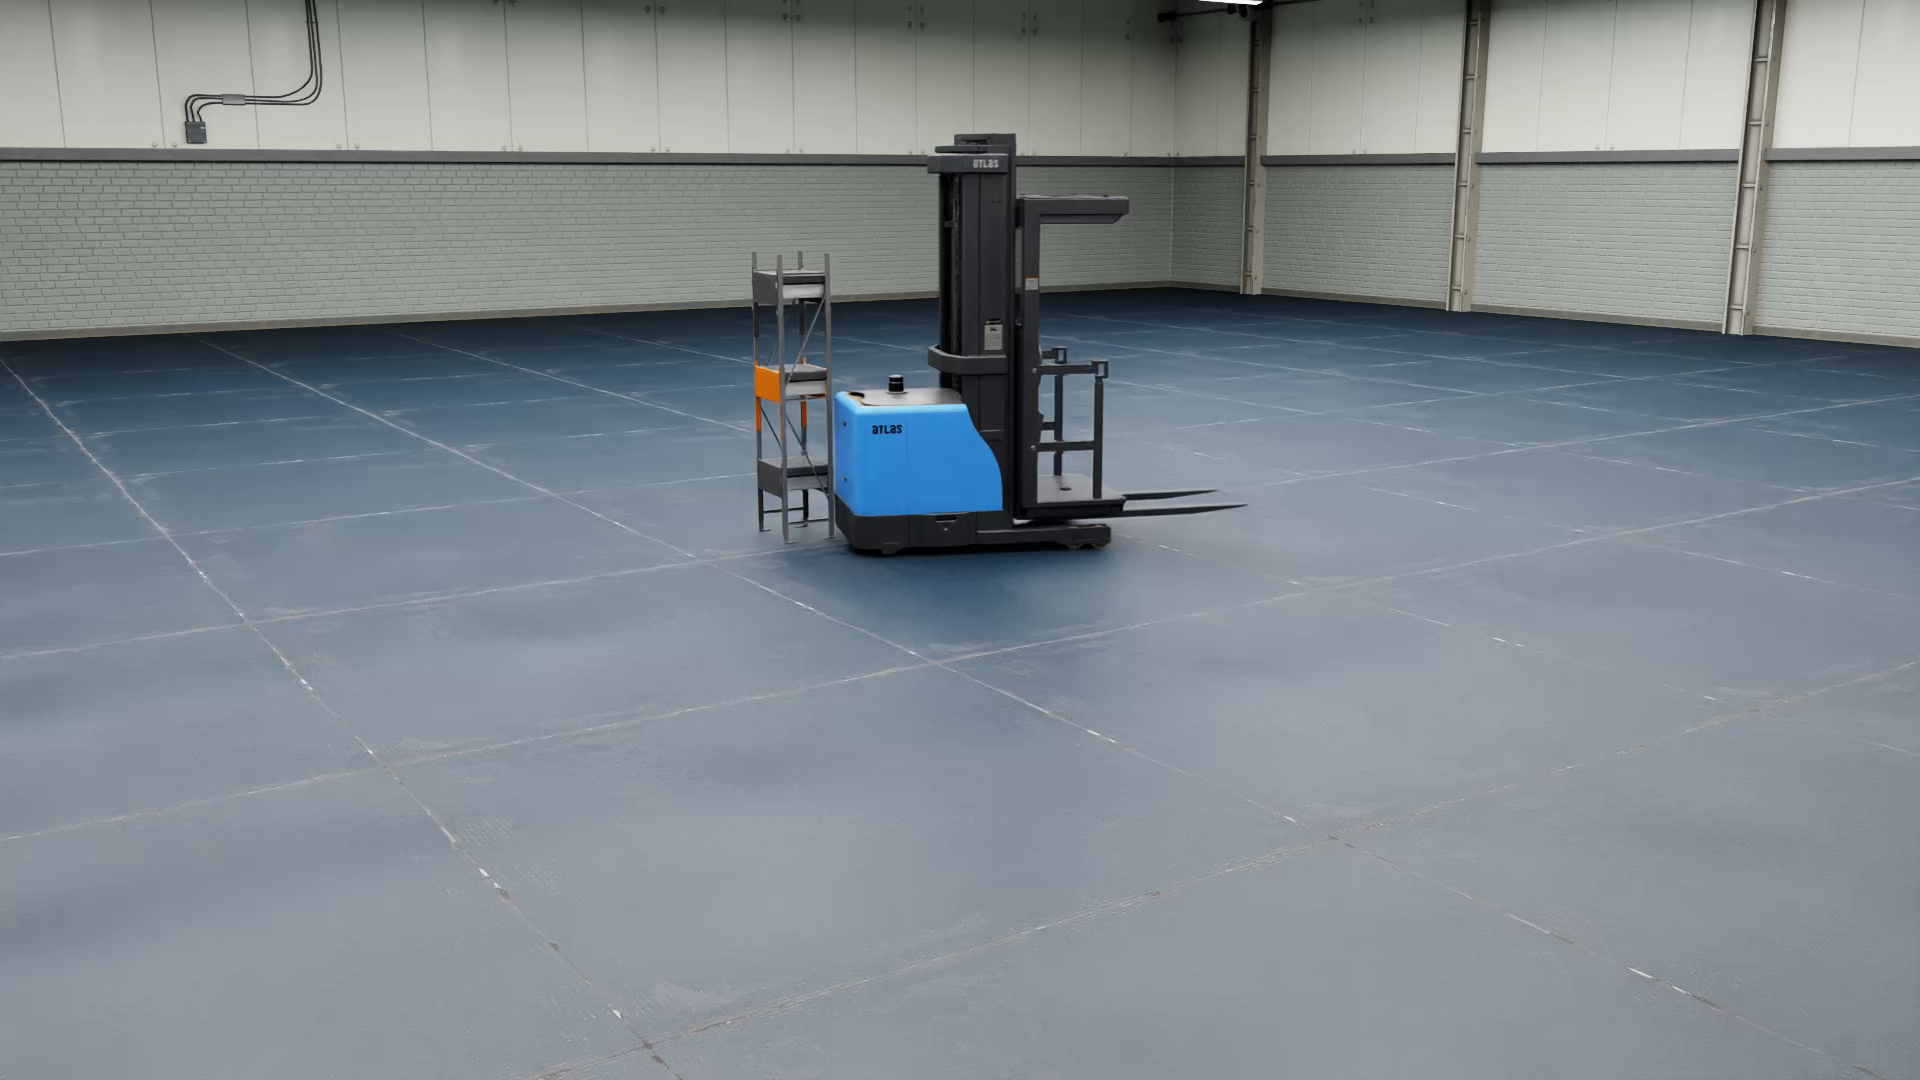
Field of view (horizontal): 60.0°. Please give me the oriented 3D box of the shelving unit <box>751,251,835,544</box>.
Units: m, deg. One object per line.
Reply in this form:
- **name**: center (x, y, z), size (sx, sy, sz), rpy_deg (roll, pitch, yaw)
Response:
- **shelving unit**: center (-1.235, -1.063, 12.310), size (0.431, 2.100, 0.503), rpy_deg (-7, 14, -28)

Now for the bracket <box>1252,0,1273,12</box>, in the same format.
- **bracket**: center (6.636, -11.714, 36.440), size (0.235, 0.232, 0.430), rpy_deg (-8, 15, -33)

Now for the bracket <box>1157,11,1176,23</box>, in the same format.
- **bracket**: center (4.863, -12.284, 39.043), size (0.235, 0.232, 0.430), rpy_deg (-8, 15, -33)

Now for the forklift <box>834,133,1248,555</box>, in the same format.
- **forklift**: center (0.622, -1.474, 12.239), size (3.031, 2.935, 1.130), rpy_deg (-3, 13, -13)

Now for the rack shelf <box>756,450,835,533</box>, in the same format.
- **rack shelf**: center (-1.235, -0.366, 12.462), size (0.431, 0.518, 0.480), rpy_deg (-7, 14, -28)

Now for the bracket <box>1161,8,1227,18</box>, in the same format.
- **bracket**: center (5.191, -12.178, 38.562), size (0.076, 0.066, 3.189), rpy_deg (-8, 15, -33)

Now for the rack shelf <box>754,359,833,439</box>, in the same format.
- **rack shelf**: center (-1.235, -1.050, 12.313), size (0.431, 0.518, 0.480), rpy_deg (-7, 14, -28)

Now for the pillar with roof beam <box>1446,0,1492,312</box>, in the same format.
- **pillar with roof beam**: center (6.442, -8.495, 30.145), size (9.100, 9.000, 0.400), rpy_deg (-8, 15, -33)

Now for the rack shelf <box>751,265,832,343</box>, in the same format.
- **rack shelf**: center (-1.235, -1.734, 12.163), size (0.431, 0.518, 0.480), rpy_deg (-7, 14, -28)

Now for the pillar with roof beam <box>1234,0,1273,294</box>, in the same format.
- **pillar with roof beam**: center (3.118, -9.562, 35.024), size (9.100, 9.000, 0.548), rpy_deg (-8, 15, -33)

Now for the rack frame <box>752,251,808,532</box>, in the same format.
- **rack frame**: center (-1.351, -1.109, 12.520), size (0.400, 2.100, 0.015), rpy_deg (-7, 14, -28)

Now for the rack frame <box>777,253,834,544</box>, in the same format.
- **rack frame**: center (-1.119, -1.018, 12.100), size (0.400, 2.100, 0.015), rpy_deg (-7, 14, -28)

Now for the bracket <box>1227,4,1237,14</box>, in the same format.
- **bracket**: center (6.176, -11.862, 37.115), size (0.235, 0.232, 0.430), rpy_deg (-8, 15, -33)

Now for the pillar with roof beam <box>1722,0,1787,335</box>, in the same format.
- **pillar with roof beam**: center (9.767, -7.428, 25.265), size (9.100, 9.000, 0.400), rpy_deg (-8, 15, -33)

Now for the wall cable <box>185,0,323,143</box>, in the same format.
- **wall cable**: center (-12.141, -9.806, 28.179), size (2.305, 6.003, 0.169), rpy_deg (-8, 15, -33)

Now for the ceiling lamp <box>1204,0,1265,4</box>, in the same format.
- **ceiling lamp**: center (4.713, -11.649, 30.903), size (2.000, 3.185, 0.800), rpy_deg (-8, 15, -33)

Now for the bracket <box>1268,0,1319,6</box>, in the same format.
- **bracket**: center (8.064, -11.256, 34.345), size (0.076, 0.066, 4.783), rpy_deg (-8, 15, -33)
